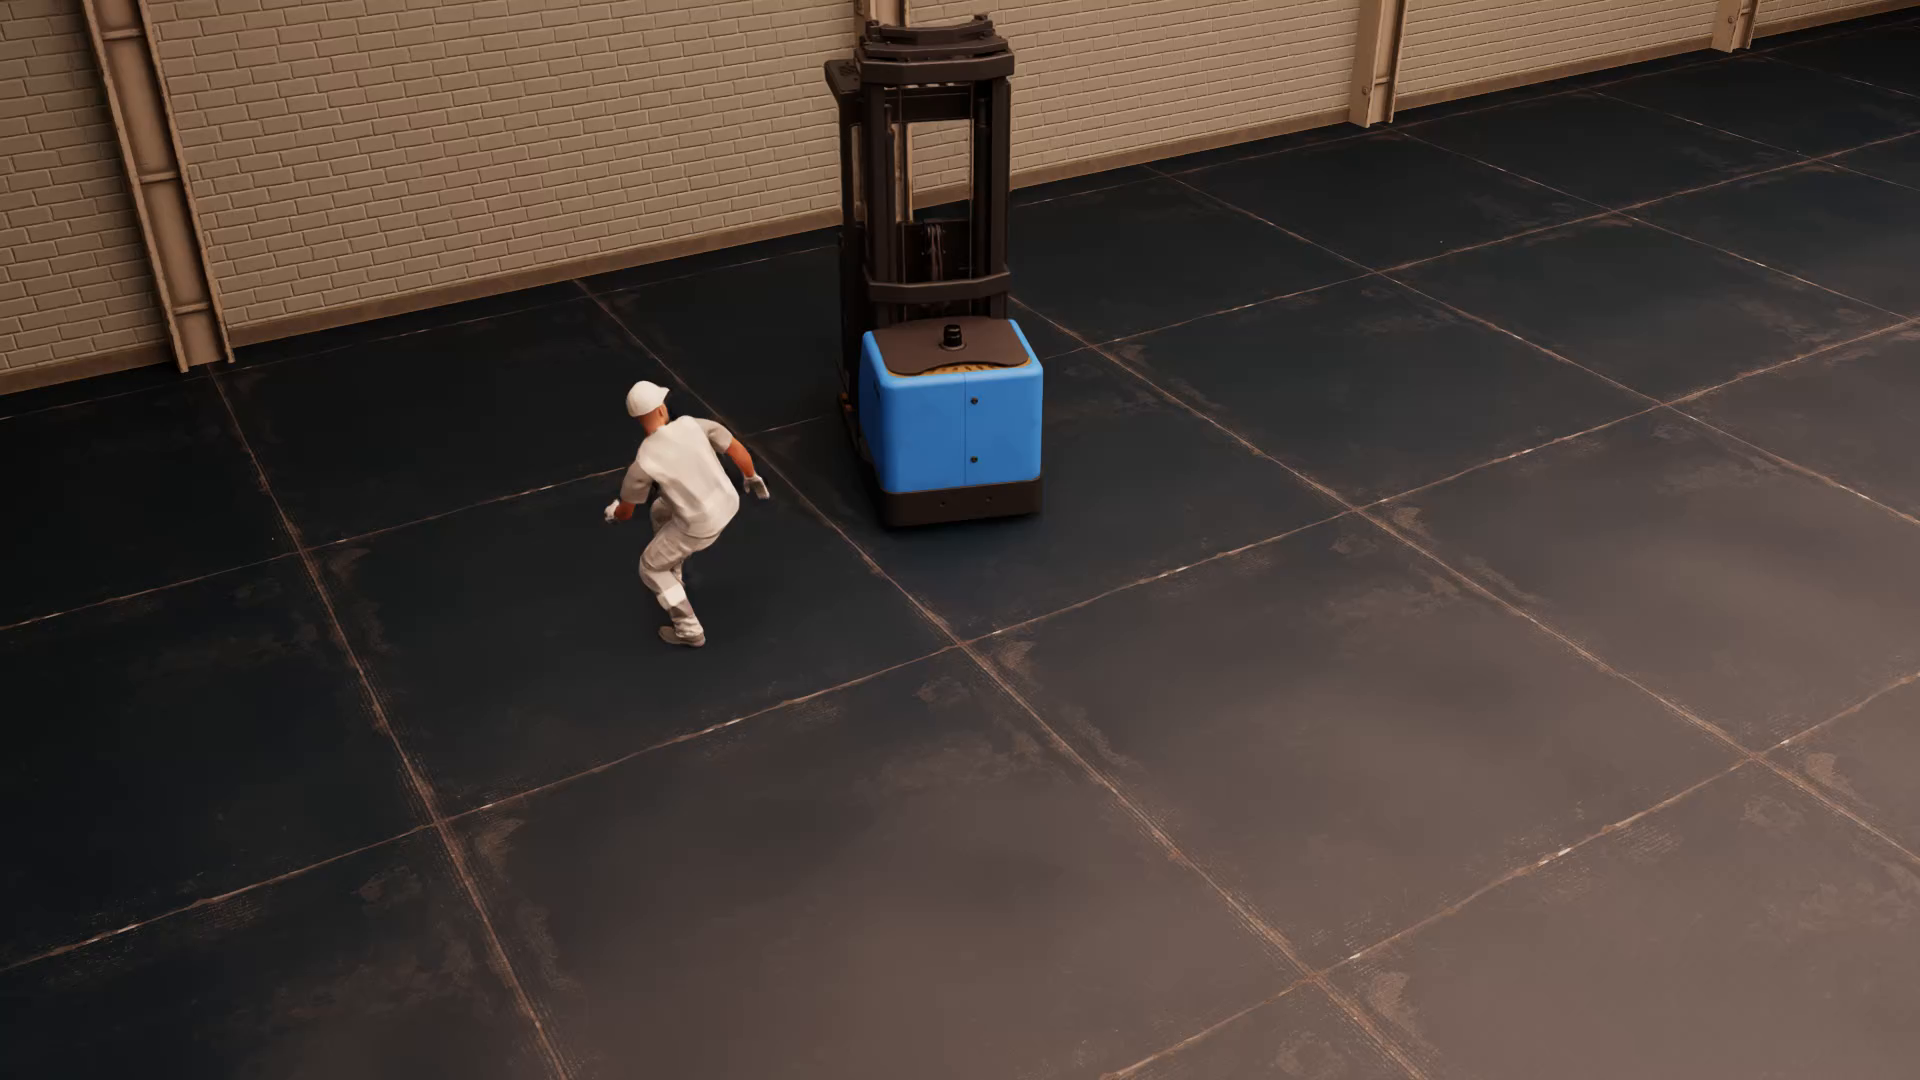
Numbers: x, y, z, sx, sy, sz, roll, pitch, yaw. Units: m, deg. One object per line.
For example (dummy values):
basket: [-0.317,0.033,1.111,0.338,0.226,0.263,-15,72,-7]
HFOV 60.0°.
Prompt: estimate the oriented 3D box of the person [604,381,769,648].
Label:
person: [-1.591,-0.214,9.370,0.772,1.561,0.781,18,36,28]

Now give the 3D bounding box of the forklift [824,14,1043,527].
forklift: [-0.271,-2.085,11.129,1.130,2.935,3.031,-6,31,-10]
